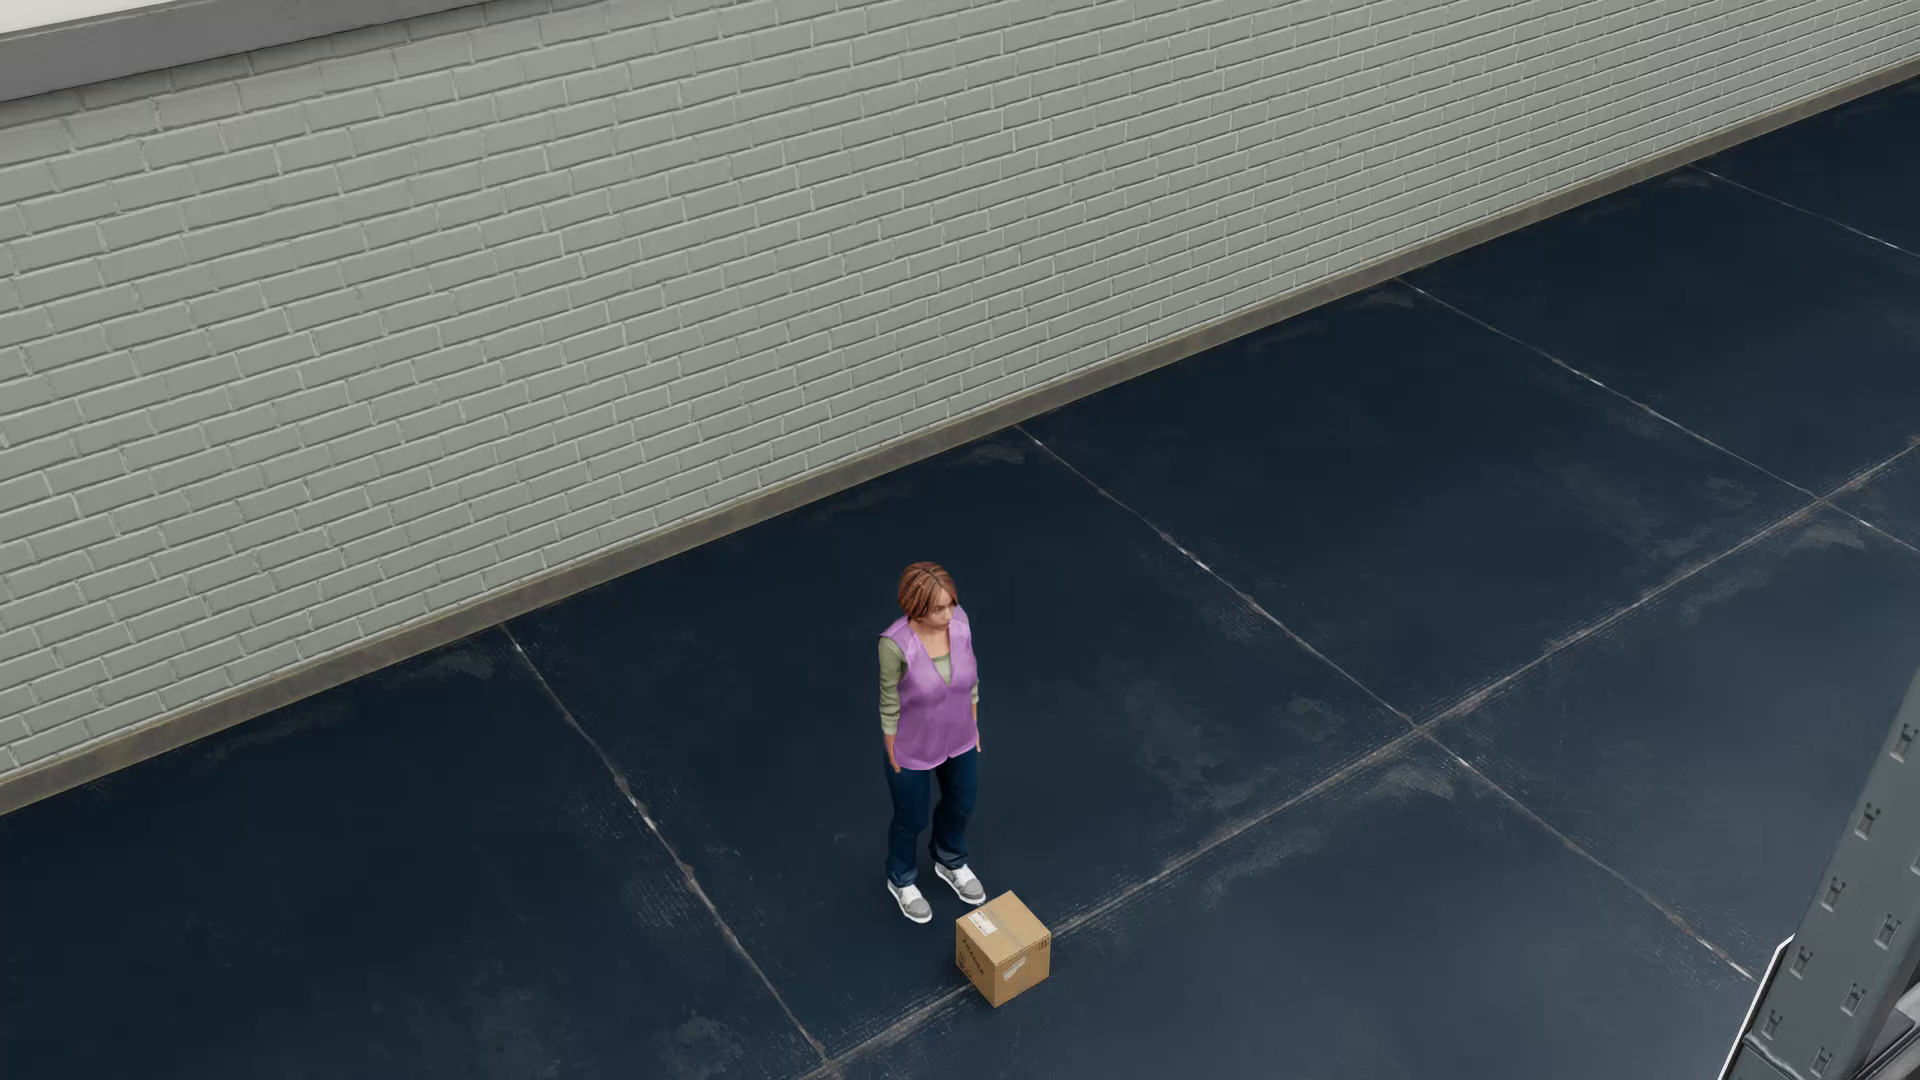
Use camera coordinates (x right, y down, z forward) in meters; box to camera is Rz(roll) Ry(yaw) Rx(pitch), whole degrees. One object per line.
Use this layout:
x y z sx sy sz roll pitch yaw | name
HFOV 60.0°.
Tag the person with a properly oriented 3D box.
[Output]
-3.270 2.487 2.358 10.133 3.196 3.384 -22 42 -27 | person
